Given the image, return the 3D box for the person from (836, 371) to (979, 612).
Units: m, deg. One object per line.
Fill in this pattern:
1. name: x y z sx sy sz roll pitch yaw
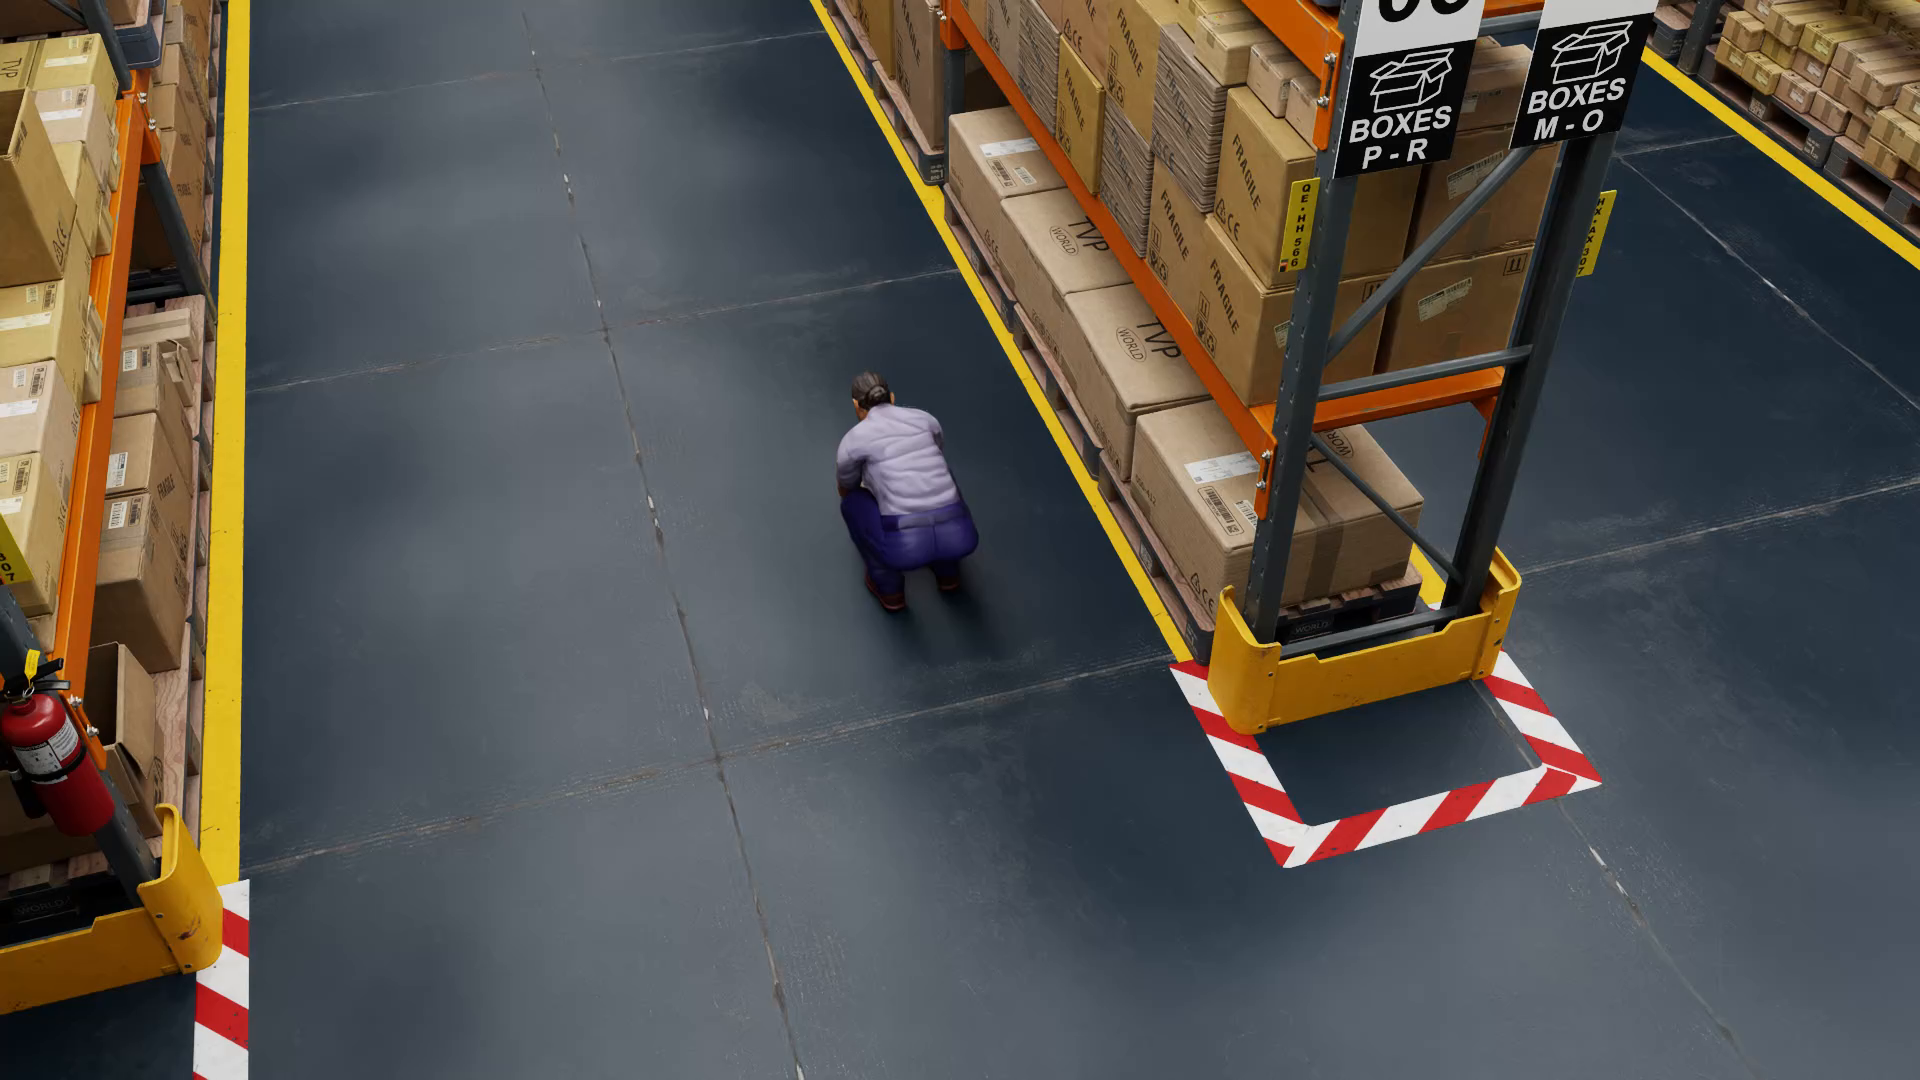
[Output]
1. person: -0.232 -0.185 6.983 0.517 0.834 0.814 -12 44 -13
